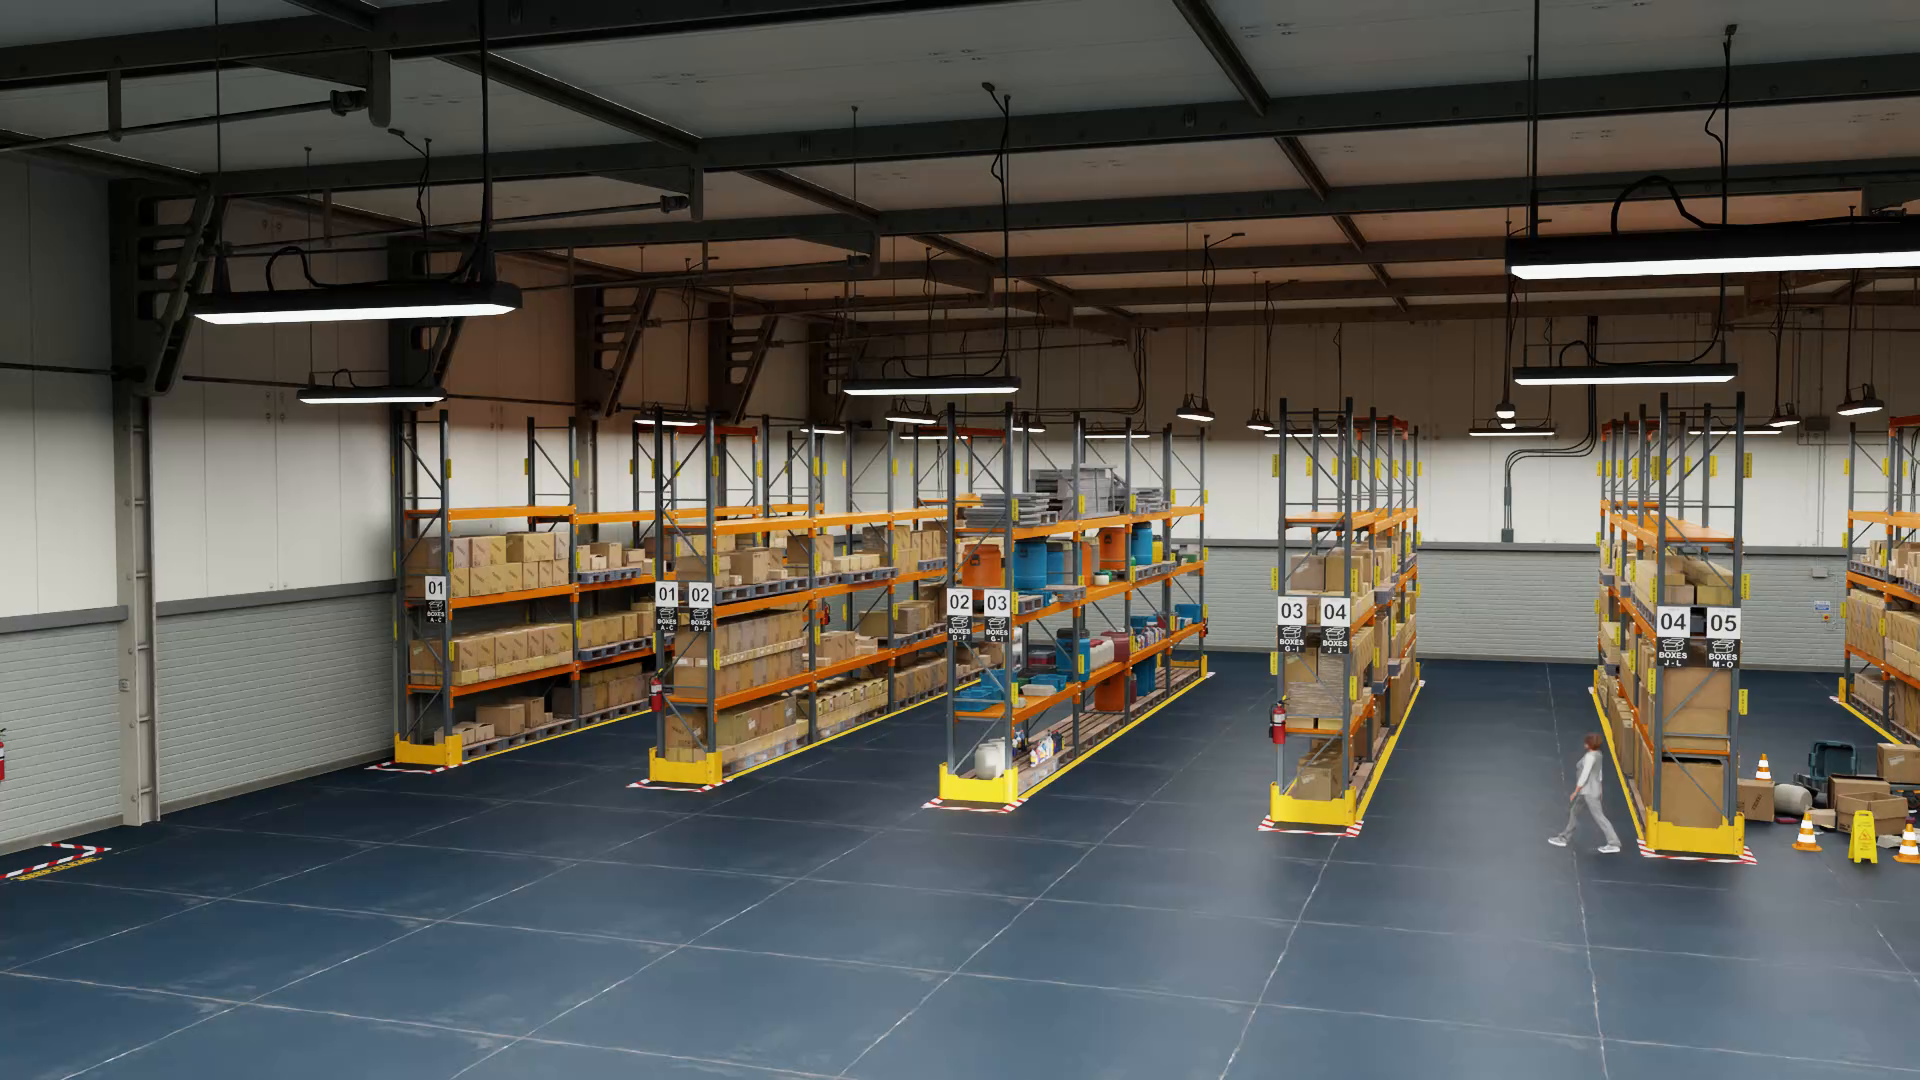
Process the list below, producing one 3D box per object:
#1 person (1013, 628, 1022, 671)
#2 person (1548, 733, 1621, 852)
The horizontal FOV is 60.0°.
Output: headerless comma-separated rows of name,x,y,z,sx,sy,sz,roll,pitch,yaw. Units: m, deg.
person,1.311,2.578,37.696,0.507,1.644,0.432,-2,3,-39
person,8.148,3.277,21.698,0.925,1.539,0.454,1,3,25
